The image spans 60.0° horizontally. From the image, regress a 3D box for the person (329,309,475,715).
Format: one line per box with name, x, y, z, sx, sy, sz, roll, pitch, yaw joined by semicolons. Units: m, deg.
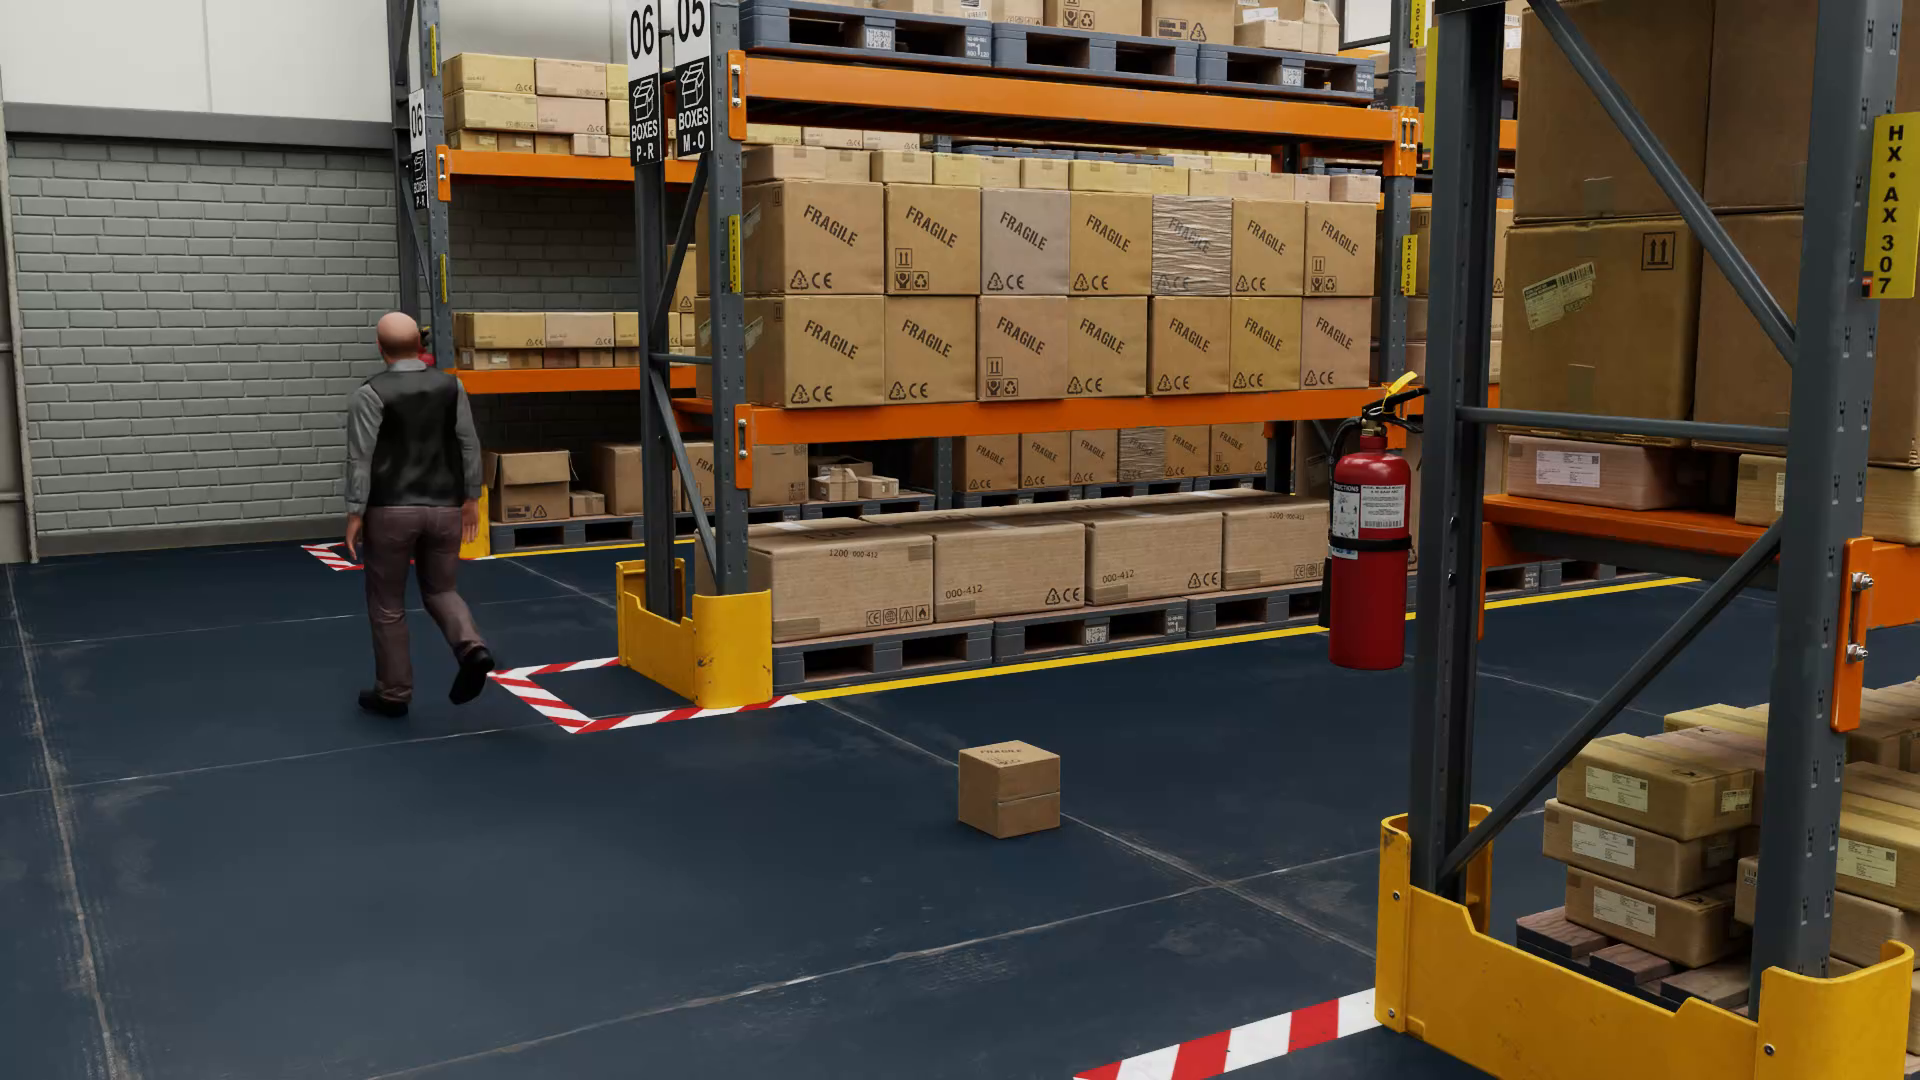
person;-2.377;-0.124;7.133;0.577;1.717;0.482;-7;11;-41
